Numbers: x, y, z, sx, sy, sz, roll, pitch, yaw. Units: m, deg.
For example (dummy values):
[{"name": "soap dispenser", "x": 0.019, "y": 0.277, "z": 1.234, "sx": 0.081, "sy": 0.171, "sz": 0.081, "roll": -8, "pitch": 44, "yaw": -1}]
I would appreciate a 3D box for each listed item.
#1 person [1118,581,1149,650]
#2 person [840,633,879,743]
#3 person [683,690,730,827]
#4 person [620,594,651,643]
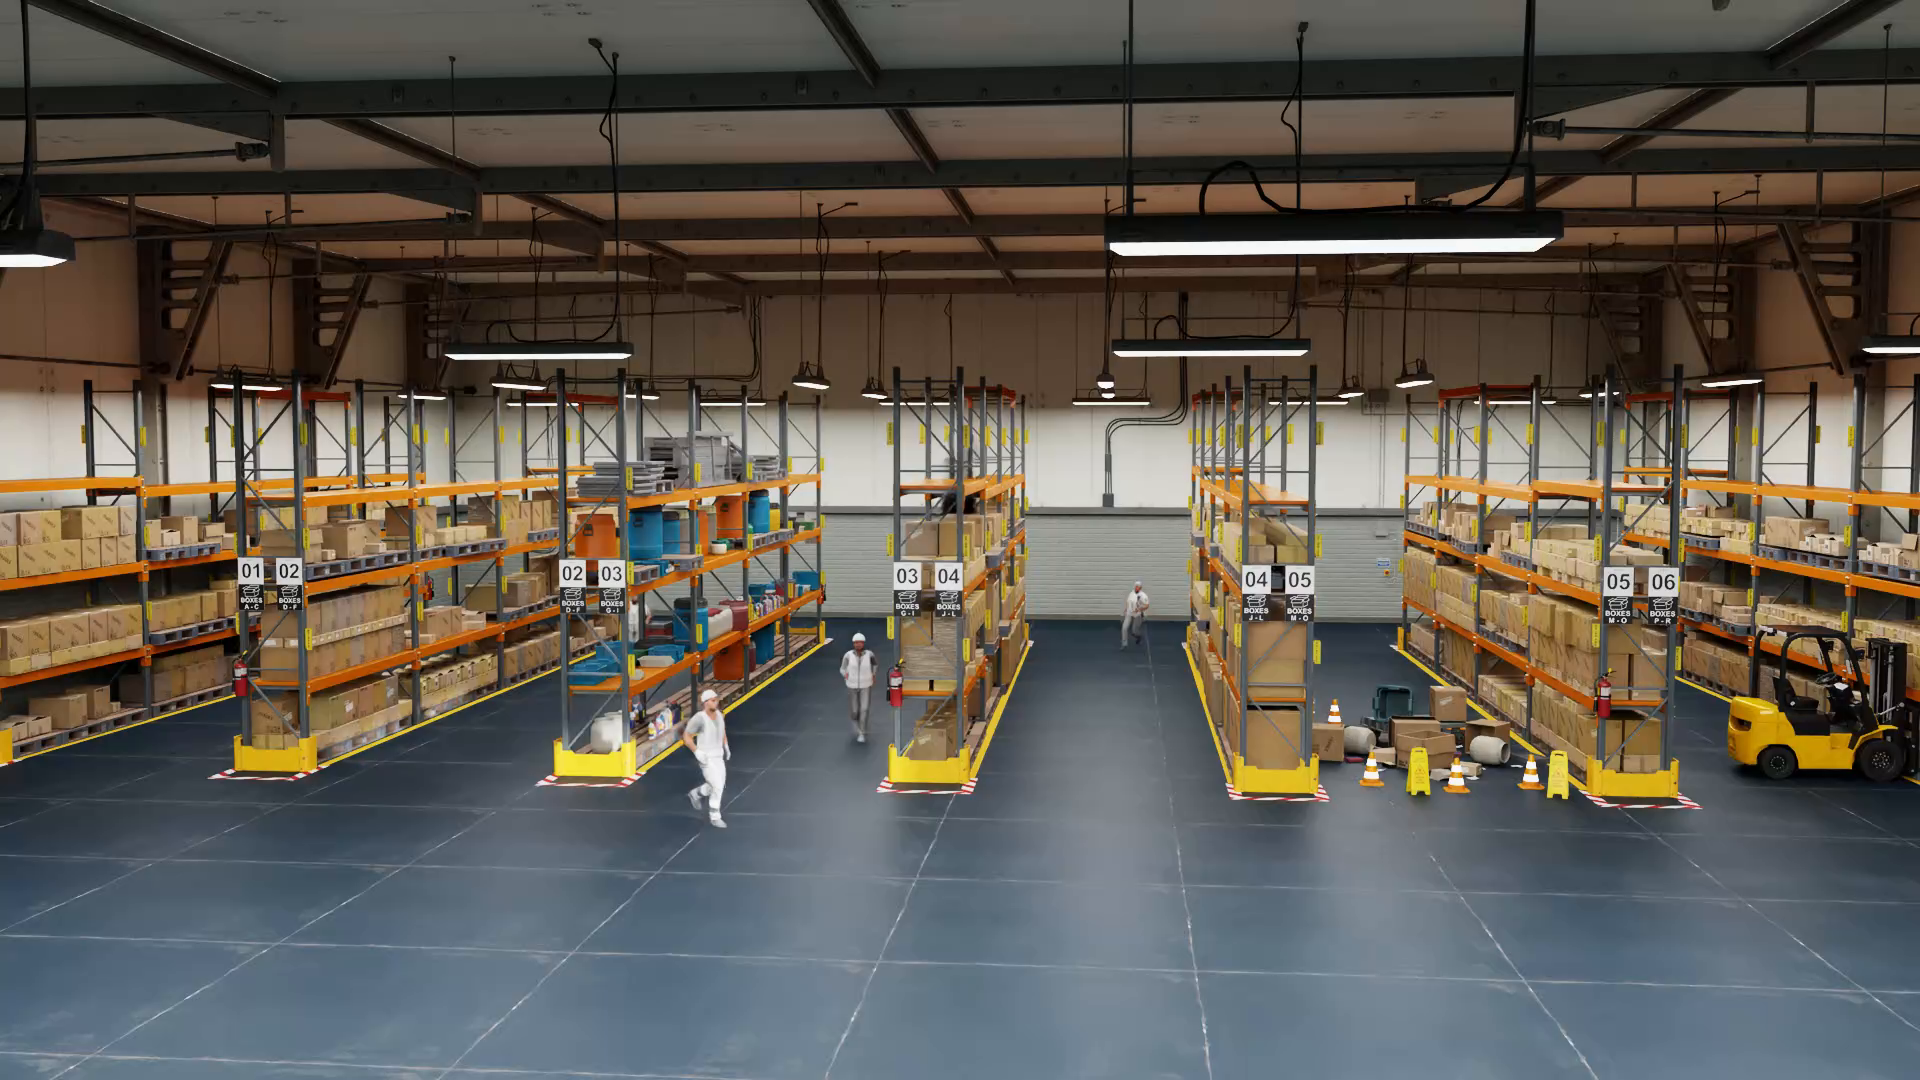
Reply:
[{"name": "person", "x": 4.142, "y": 1.780, "z": 39.050, "sx": 0.649, "sy": 1.612, "sz": 0.775, "roll": 3, "pitch": 4, "yaw": 36}, {"name": "person", "x": -1.659, "y": 2.409, "z": 27.512, "sx": 0.646, "sy": 1.764, "sz": 0.927, "roll": 0, "pitch": 4, "yaw": -1}, {"name": "person", "x": -3.292, "y": 2.810, "z": 21.505, "sx": 0.740, "sy": 1.770, "sz": 0.680, "roll": 2, "pitch": 4, "yaw": 35}, {"name": "person", "x": -6.988, "y": 1.919, "z": 35.819, "sx": 0.665, "sy": 1.746, "sz": 0.603, "roll": 0, "pitch": 4, "yaw": -5}]
